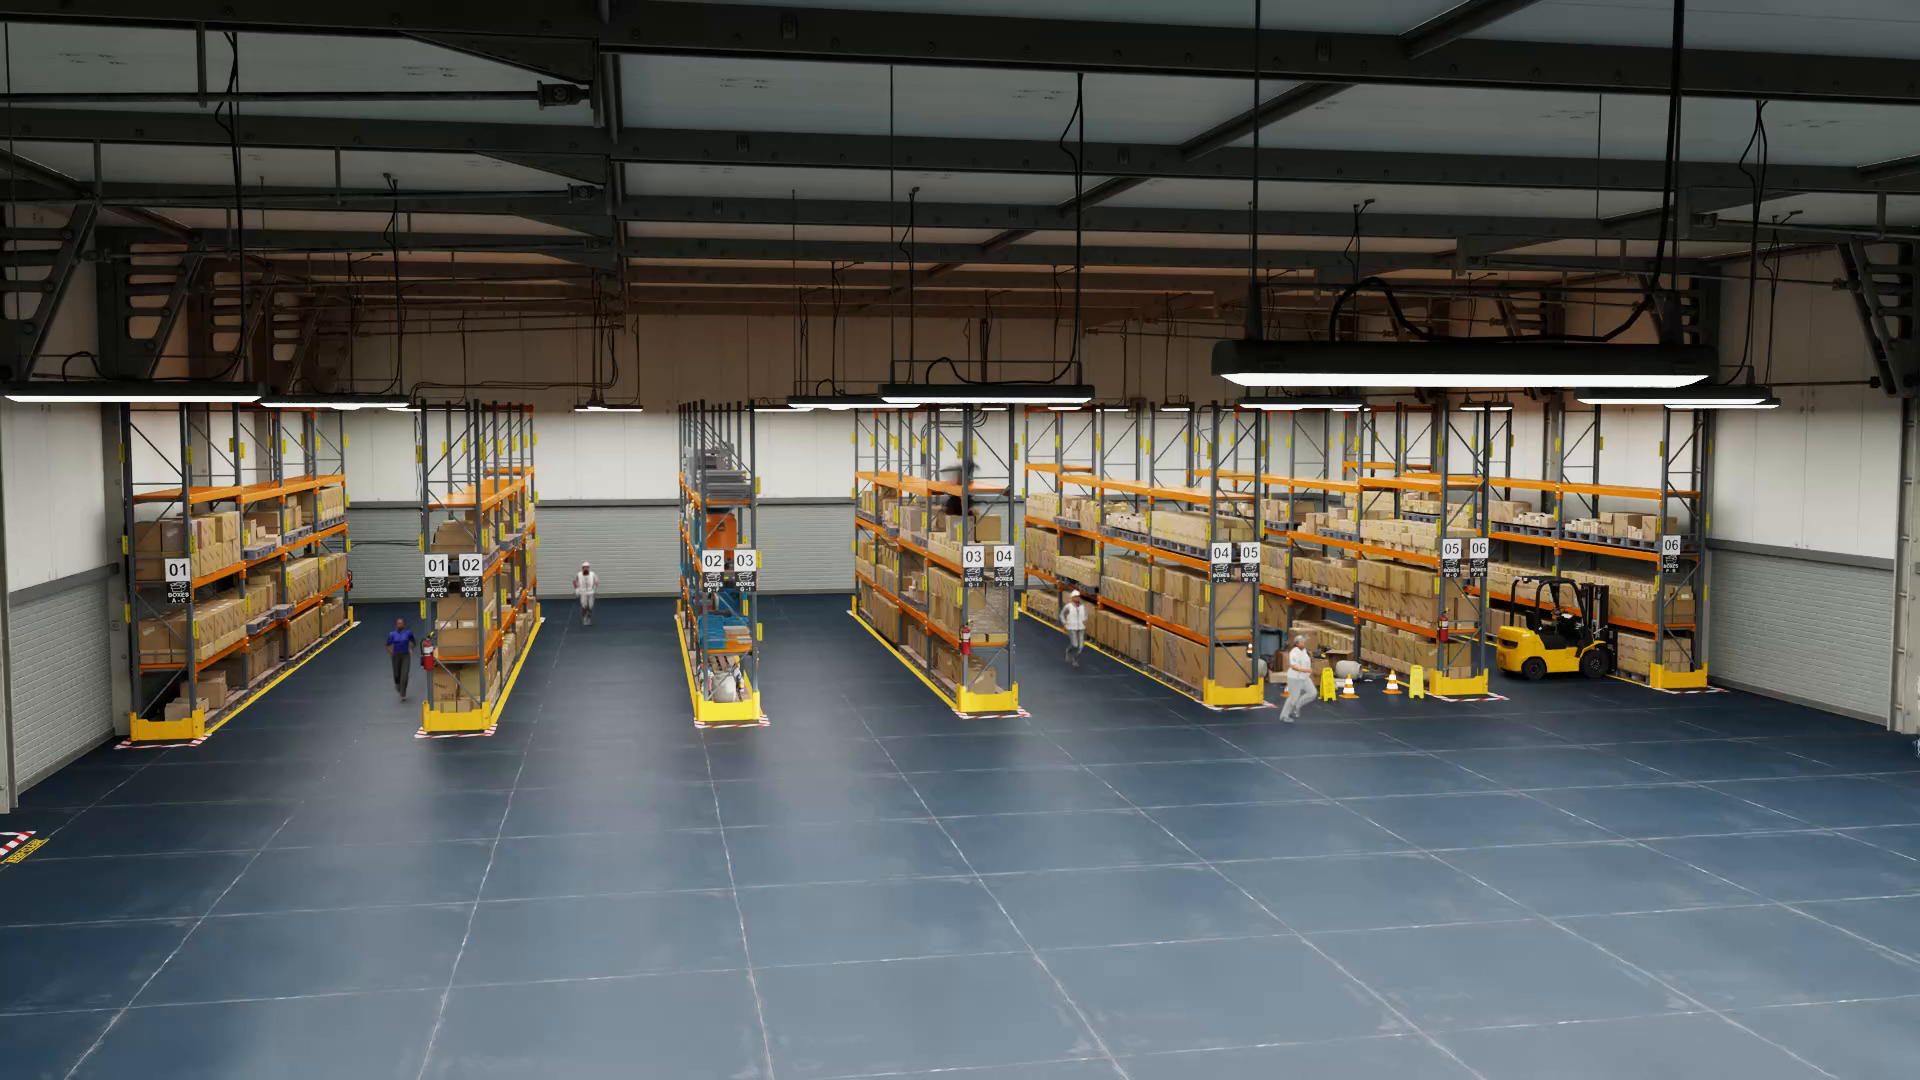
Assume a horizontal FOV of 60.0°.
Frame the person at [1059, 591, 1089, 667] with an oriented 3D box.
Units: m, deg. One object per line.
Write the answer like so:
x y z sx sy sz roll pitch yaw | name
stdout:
2.632 2.015 37.698 0.658 1.731 0.570 -1 5 -18 | person

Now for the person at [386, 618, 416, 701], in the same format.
-11.253 2.390 33.500 0.578 1.641 0.782 -2 5 -22 | person

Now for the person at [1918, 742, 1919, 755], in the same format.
15.937 2.854 27.052 0.564 1.655 0.548 -2 5 -24 | person

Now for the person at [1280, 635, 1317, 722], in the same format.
6.319 2.570 30.866 0.732 1.625 0.634 4 6 45 | person

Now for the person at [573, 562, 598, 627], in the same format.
-10.090 1.468 44.916 0.610 1.751 0.800 -2 5 -24 | person
